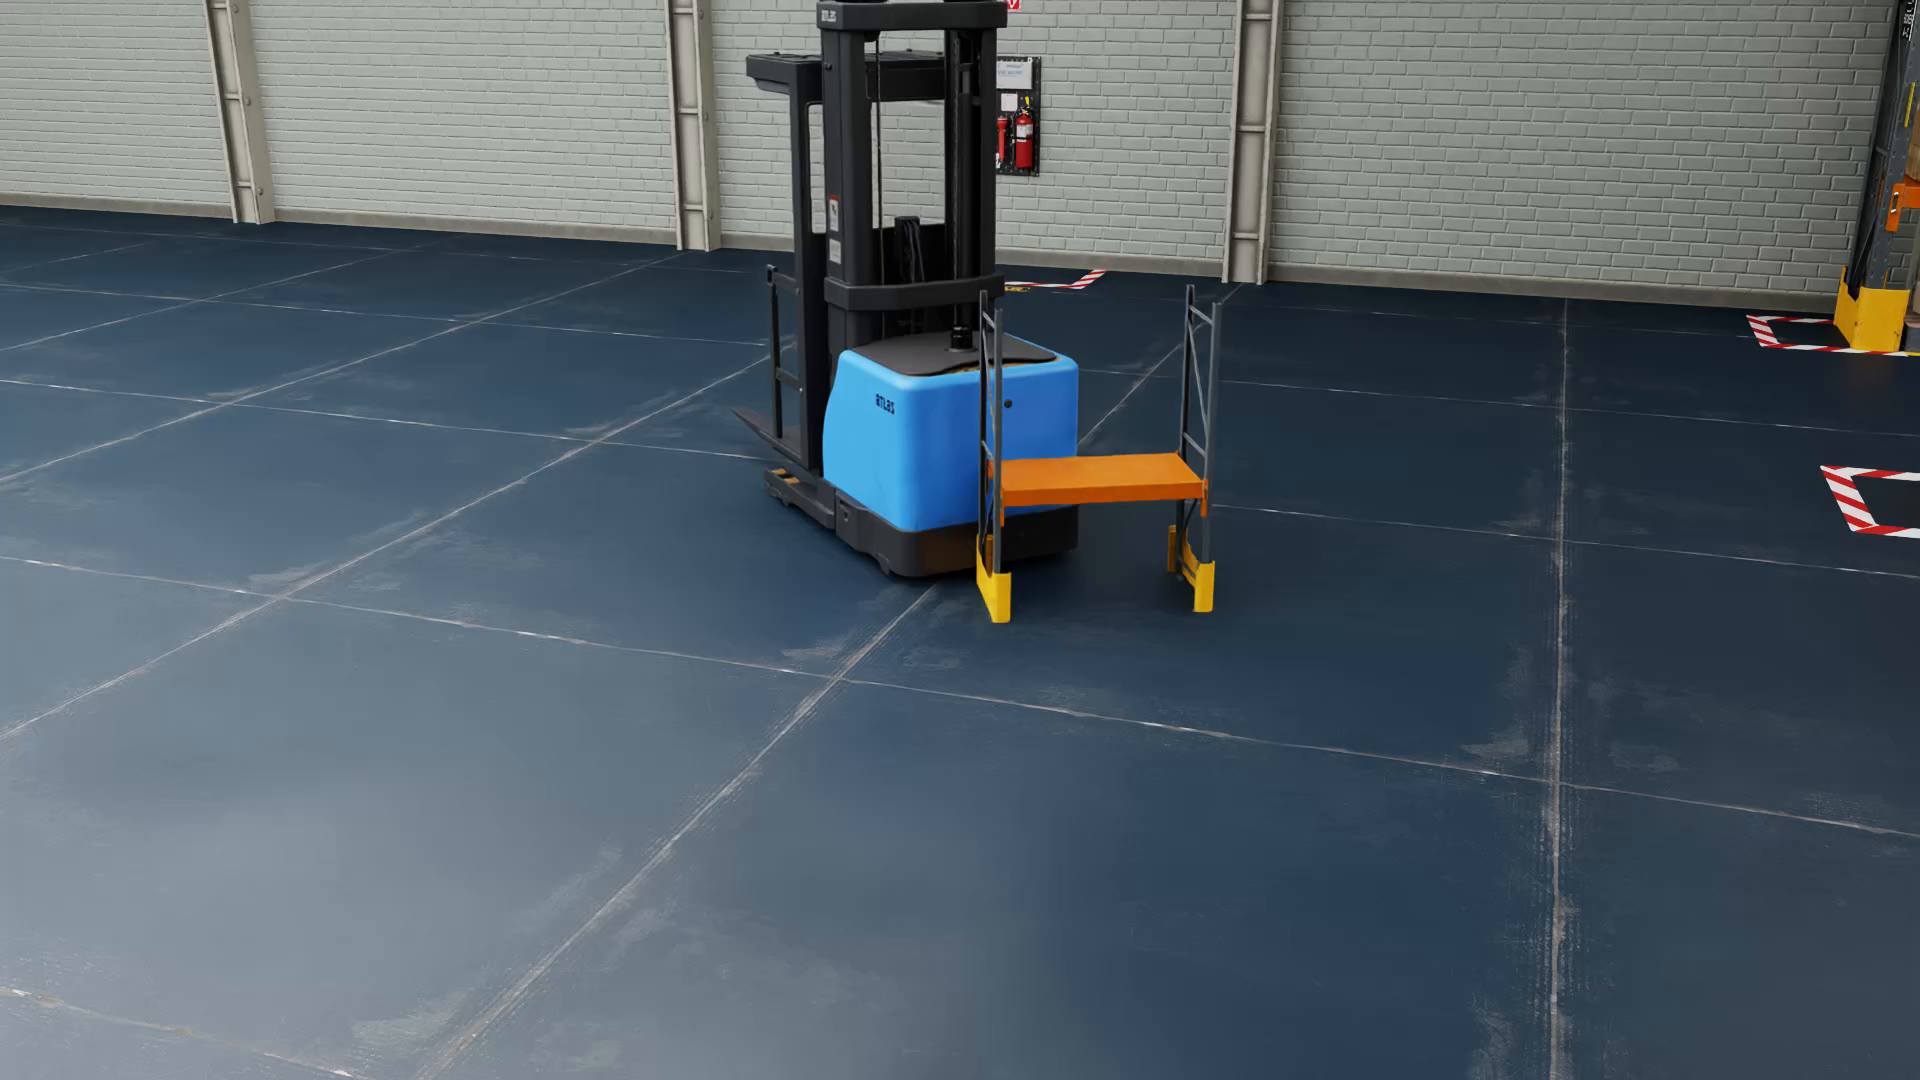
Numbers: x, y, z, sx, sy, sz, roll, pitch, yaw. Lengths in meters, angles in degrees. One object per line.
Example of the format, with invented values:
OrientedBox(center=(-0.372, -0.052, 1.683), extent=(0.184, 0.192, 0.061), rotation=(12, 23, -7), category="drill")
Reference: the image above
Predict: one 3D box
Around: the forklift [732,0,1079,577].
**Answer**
OrientedBox(center=(-0.499, -1.640, 9.329), extent=(1.130, 2.935, 3.031), rotation=(-10, 21, -25), category="forklift")

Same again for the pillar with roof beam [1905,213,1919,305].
OrientedBox(center=(7.063, -4.819, 9.231), extent=(0.400, 9.000, 9.100), rotation=(7, 20, 18), category="pillar with roof beam")

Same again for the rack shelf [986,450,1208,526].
OrientedBox(center=(0.647, -0.258, 8.085), extent=(1.000, 0.185, 0.538), rotation=(-3, 19, -8), category="rack shelf")

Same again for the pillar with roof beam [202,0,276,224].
OrientedBox(center=(-9.941, -6.764, 14.809), extent=(0.400, 9.000, 9.100), rotation=(7, 20, 18), category="pillar with roof beam")

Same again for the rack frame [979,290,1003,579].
OrientedBox(center=(0.143, -0.405, 7.959), extent=(0.032, 1.500, 0.500), rotation=(-3, 19, -8), category="rack frame")

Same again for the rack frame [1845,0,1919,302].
OrientedBox(center=(7.530, -3.132, 13.504), extent=(0.127, 3.000, 1.000), rotation=(7, 20, 18), category="rack frame")

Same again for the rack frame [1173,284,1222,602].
OrientedBox(center=(1.150, -0.452, 8.093), extent=(0.032, 1.500, 0.500), rotation=(-3, 19, -8), category="rack frame")

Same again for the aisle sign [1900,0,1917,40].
OrientedBox(center=(7.364, -4.274, 12.830), extent=(0.004, 0.787, 0.394), rotation=(7, 20, 18), category="aisle sign")

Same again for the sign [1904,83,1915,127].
OrientedBox(center=(7.352, -3.372, 12.877), extent=(0.005, 0.325, 0.100), rotation=(7, 20, 18), category="sign")

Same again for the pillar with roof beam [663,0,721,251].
OrientedBox(center=(-4.273, -6.116, 12.949), extent=(0.400, 9.000, 9.100), rotation=(7, 20, 18), category="pillar with roof beam")

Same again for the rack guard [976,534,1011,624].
OrientedBox(center=(0.163, 0.184, 8.167), extent=(0.087, 0.250, 0.587), rotation=(-3, 19, -8), category="rack guard")

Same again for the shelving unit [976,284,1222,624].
OrientedBox(center=(0.656, -0.429, 8.027), extent=(1.083, 1.500, 0.587), rotation=(-3, 19, -8), category="shelving unit")

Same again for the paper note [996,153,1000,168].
OrientedBox(center=(0.341, -3.877, 16.979), extent=(0.142, 0.148, 0.016), rotation=(7, 20, 18), category="paper note")

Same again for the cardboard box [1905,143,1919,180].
OrientedBox(center=(8.035, -3.080, 13.553), extent=(0.500, 0.250, 0.500), rotation=(7, 20, 19), category="cardboard box")

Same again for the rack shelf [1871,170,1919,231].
OrientedBox(center=(9.420, -2.576, 13.002), extent=(4.000, 0.370, 1.077), rotation=(7, 20, 18), category="rack shelf")

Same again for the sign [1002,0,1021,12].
OrientedBox(center=(0.511, -5.379, 16.427), extent=(0.199, 0.298, 0.001), rotation=(7, 20, 18), category="sign")

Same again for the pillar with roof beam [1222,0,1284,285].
OrientedBox(center=(1.395, -5.468, 11.090), extent=(0.400, 9.000, 9.100), rotation=(7, 20, 18), category="pillar with roof beam")

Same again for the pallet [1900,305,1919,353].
OrientedBox(center=(8.358, -1.708, 13.656), extent=(1.213, 0.211, 1.003), rotation=(7, 20, 18), category="pallet")

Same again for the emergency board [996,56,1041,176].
OrientedBox(center=(0.486, -4.252, 16.717), extent=(0.643, 1.169, 0.194), rotation=(7, 20, 18), category="emergency board")

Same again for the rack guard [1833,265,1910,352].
OrientedBox(center=(7.602, -1.943, 13.892), extent=(0.348, 0.500, 1.175), rotation=(7, 20, 18), category="rack guard")

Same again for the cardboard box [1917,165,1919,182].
OrientedBox(center=(7.887, -2.919, 13.091), extent=(0.500, 0.250, 0.500), rotation=(6, 20, 16), category="cardboard box")

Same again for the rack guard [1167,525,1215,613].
OrientedBox(center=(1.149, 0.139, 8.299), extent=(0.087, 0.250, 0.587), rotation=(-3, 19, -8), category="rack guard")

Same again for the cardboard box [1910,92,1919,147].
OrientedBox(center=(8.045, -3.440, 13.445), extent=(0.500, 0.500, 0.500), rotation=(6, 20, 17), category="cardboard box")

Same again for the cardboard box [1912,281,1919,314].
OrientedBox(center=(8.154, -1.967, 13.579), extent=(0.500, 0.311, 0.500), rotation=(4, 20, 12), category="cardboard box")
